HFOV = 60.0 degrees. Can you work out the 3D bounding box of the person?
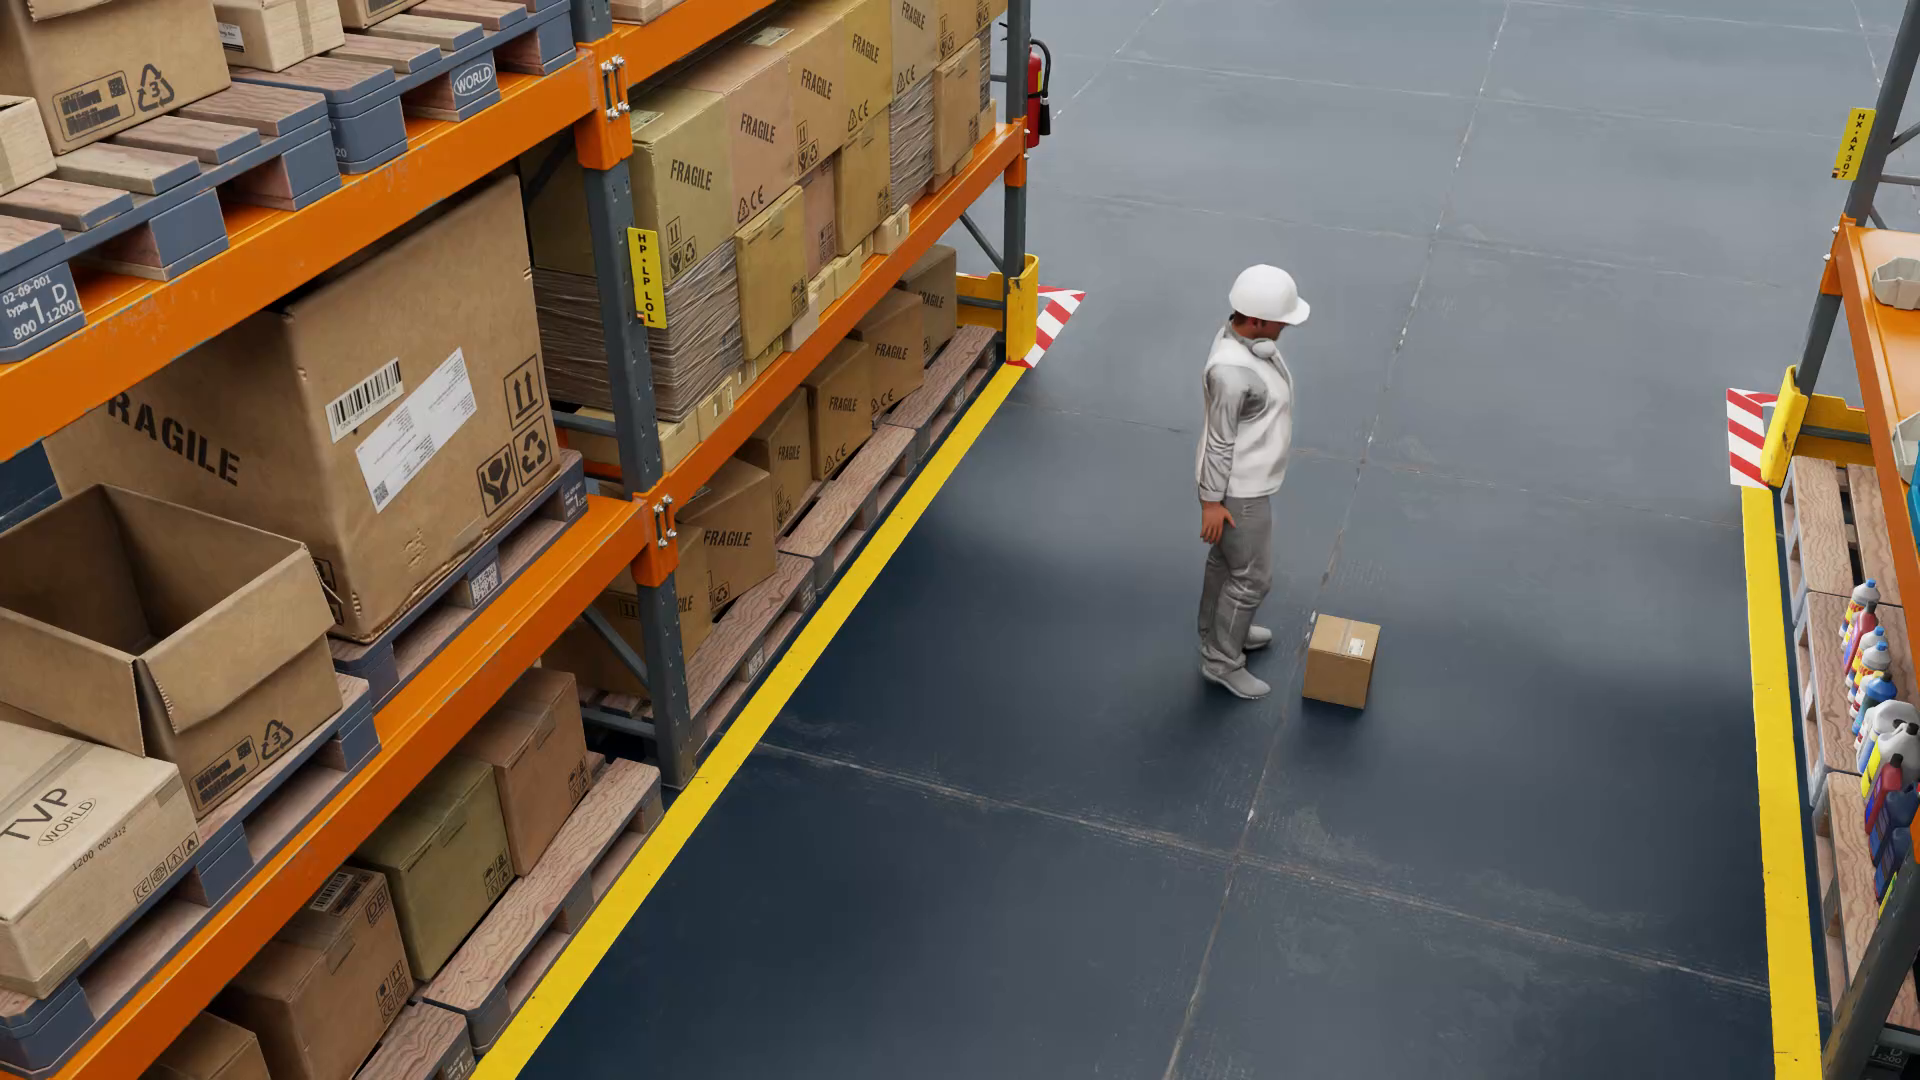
[{"bbox_3d":[1.116,-0.246,6.500,0.396,1.813,0.603,6,34,9],"label":"person"}]
